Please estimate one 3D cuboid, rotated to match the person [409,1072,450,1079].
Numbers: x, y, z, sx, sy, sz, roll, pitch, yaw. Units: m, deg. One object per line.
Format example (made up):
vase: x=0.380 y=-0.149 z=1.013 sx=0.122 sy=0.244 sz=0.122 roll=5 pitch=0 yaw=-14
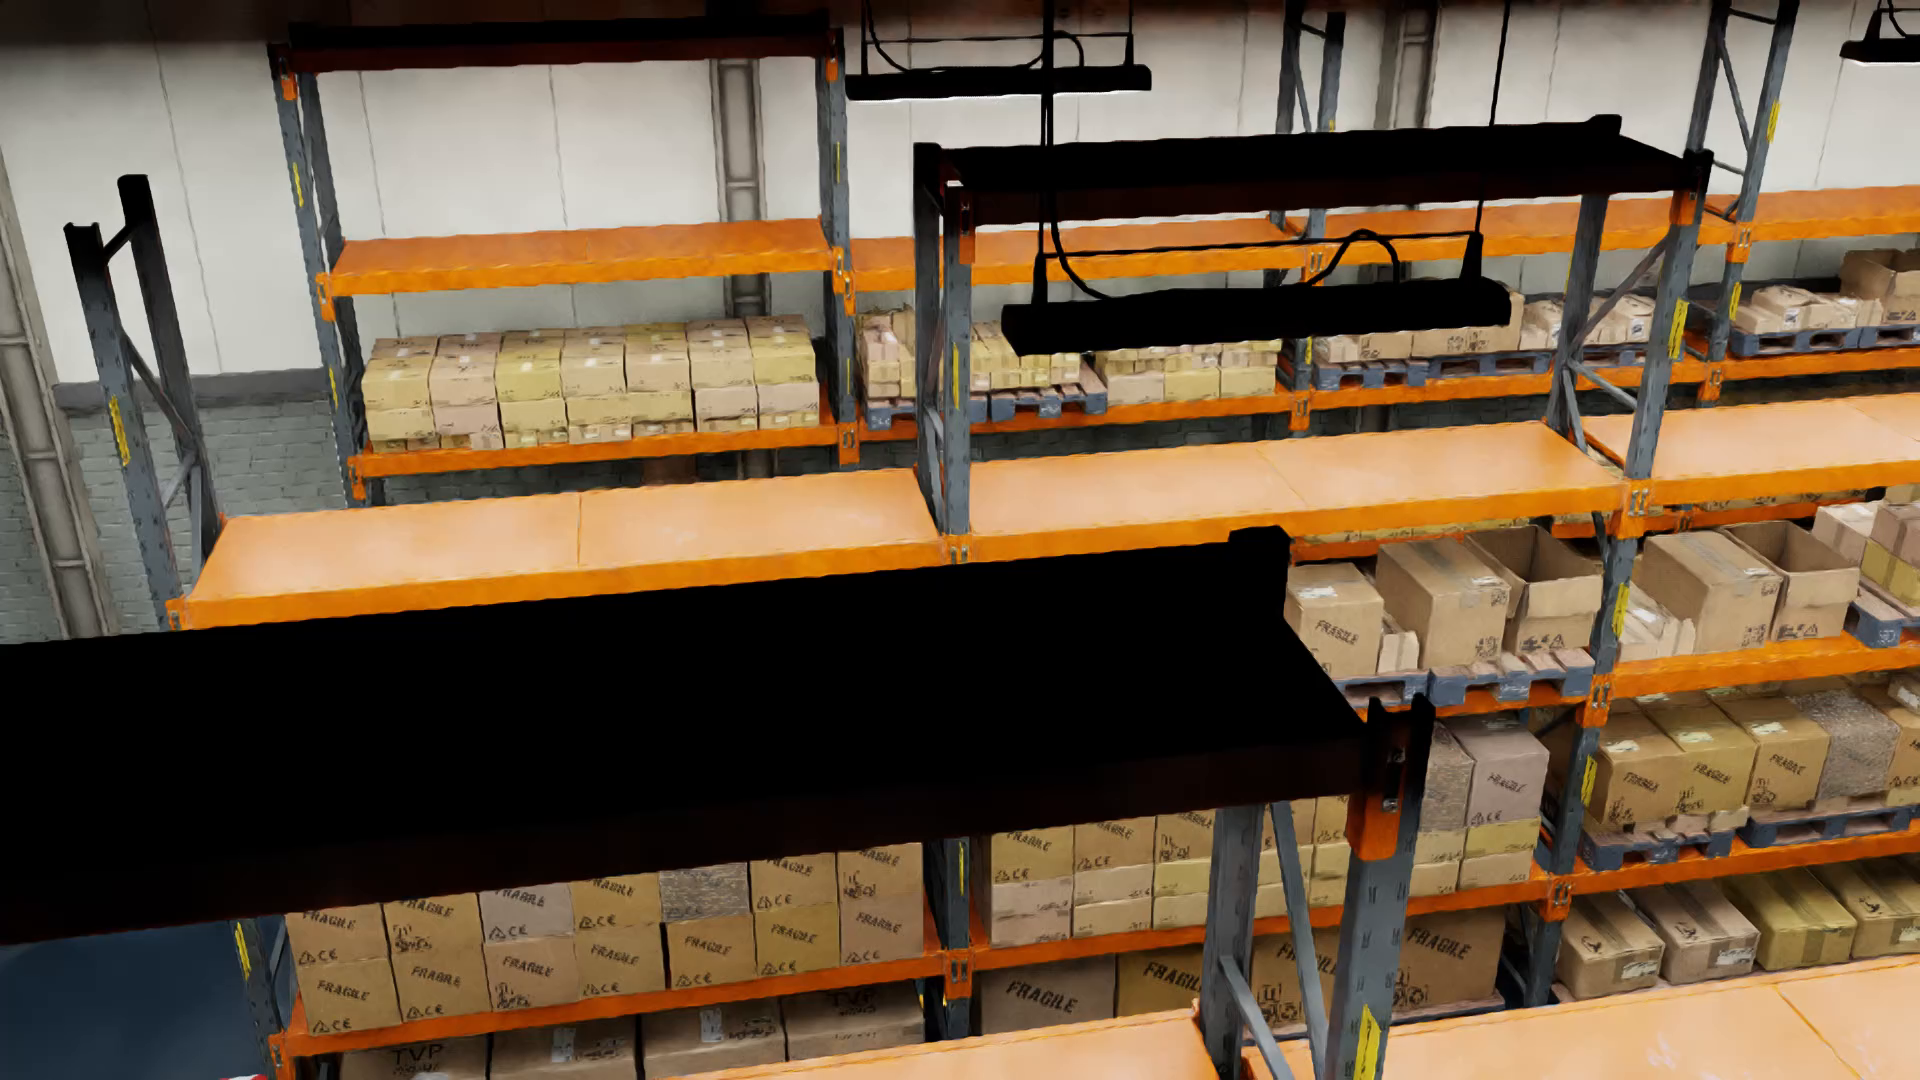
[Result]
person: x=-2.762 y=3.555 z=9.023 sx=0.569 sy=1.668 sz=0.472 roll=-9 pitch=27 yaw=-19
